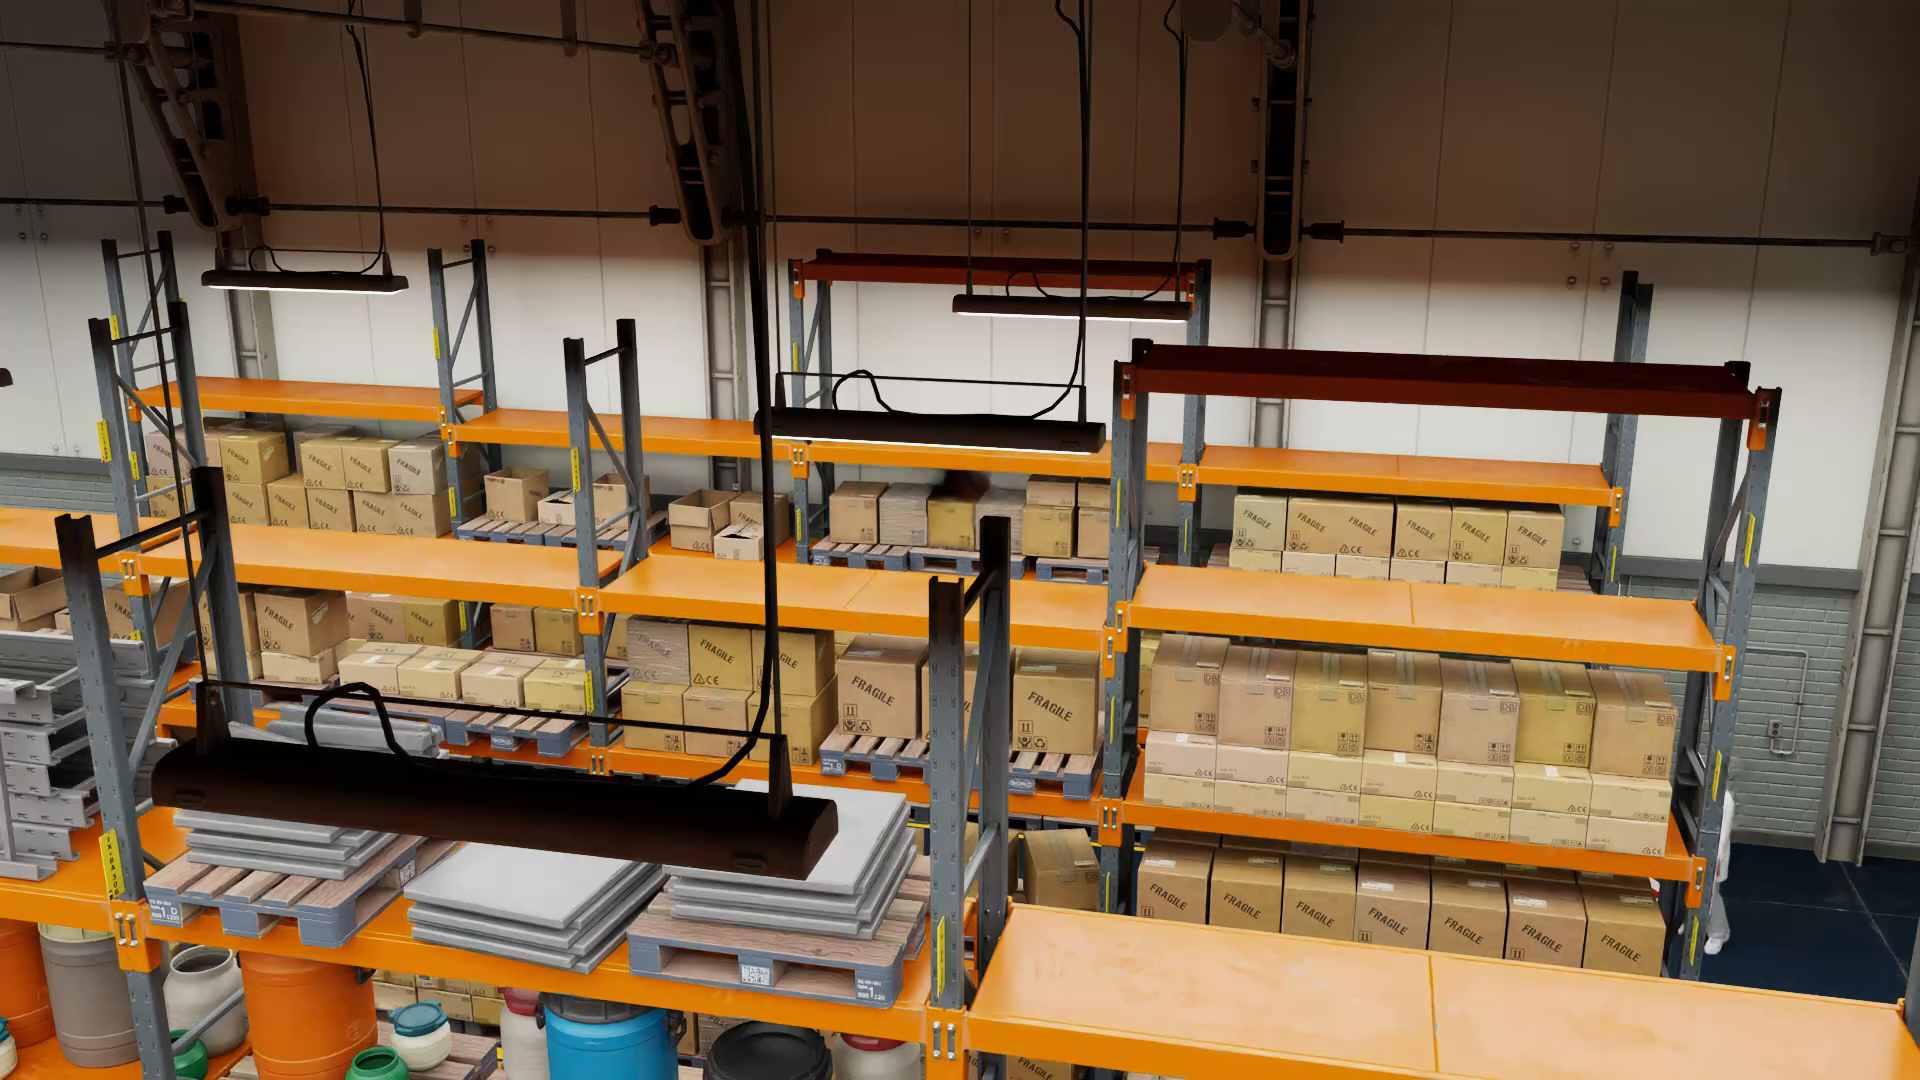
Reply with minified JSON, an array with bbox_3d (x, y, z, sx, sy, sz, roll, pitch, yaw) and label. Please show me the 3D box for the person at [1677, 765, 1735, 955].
[{"bbox_3d":[6.936,2.875,15.397,0.442,1.797,0.679,-3,17,-9],"label":"person"}]
